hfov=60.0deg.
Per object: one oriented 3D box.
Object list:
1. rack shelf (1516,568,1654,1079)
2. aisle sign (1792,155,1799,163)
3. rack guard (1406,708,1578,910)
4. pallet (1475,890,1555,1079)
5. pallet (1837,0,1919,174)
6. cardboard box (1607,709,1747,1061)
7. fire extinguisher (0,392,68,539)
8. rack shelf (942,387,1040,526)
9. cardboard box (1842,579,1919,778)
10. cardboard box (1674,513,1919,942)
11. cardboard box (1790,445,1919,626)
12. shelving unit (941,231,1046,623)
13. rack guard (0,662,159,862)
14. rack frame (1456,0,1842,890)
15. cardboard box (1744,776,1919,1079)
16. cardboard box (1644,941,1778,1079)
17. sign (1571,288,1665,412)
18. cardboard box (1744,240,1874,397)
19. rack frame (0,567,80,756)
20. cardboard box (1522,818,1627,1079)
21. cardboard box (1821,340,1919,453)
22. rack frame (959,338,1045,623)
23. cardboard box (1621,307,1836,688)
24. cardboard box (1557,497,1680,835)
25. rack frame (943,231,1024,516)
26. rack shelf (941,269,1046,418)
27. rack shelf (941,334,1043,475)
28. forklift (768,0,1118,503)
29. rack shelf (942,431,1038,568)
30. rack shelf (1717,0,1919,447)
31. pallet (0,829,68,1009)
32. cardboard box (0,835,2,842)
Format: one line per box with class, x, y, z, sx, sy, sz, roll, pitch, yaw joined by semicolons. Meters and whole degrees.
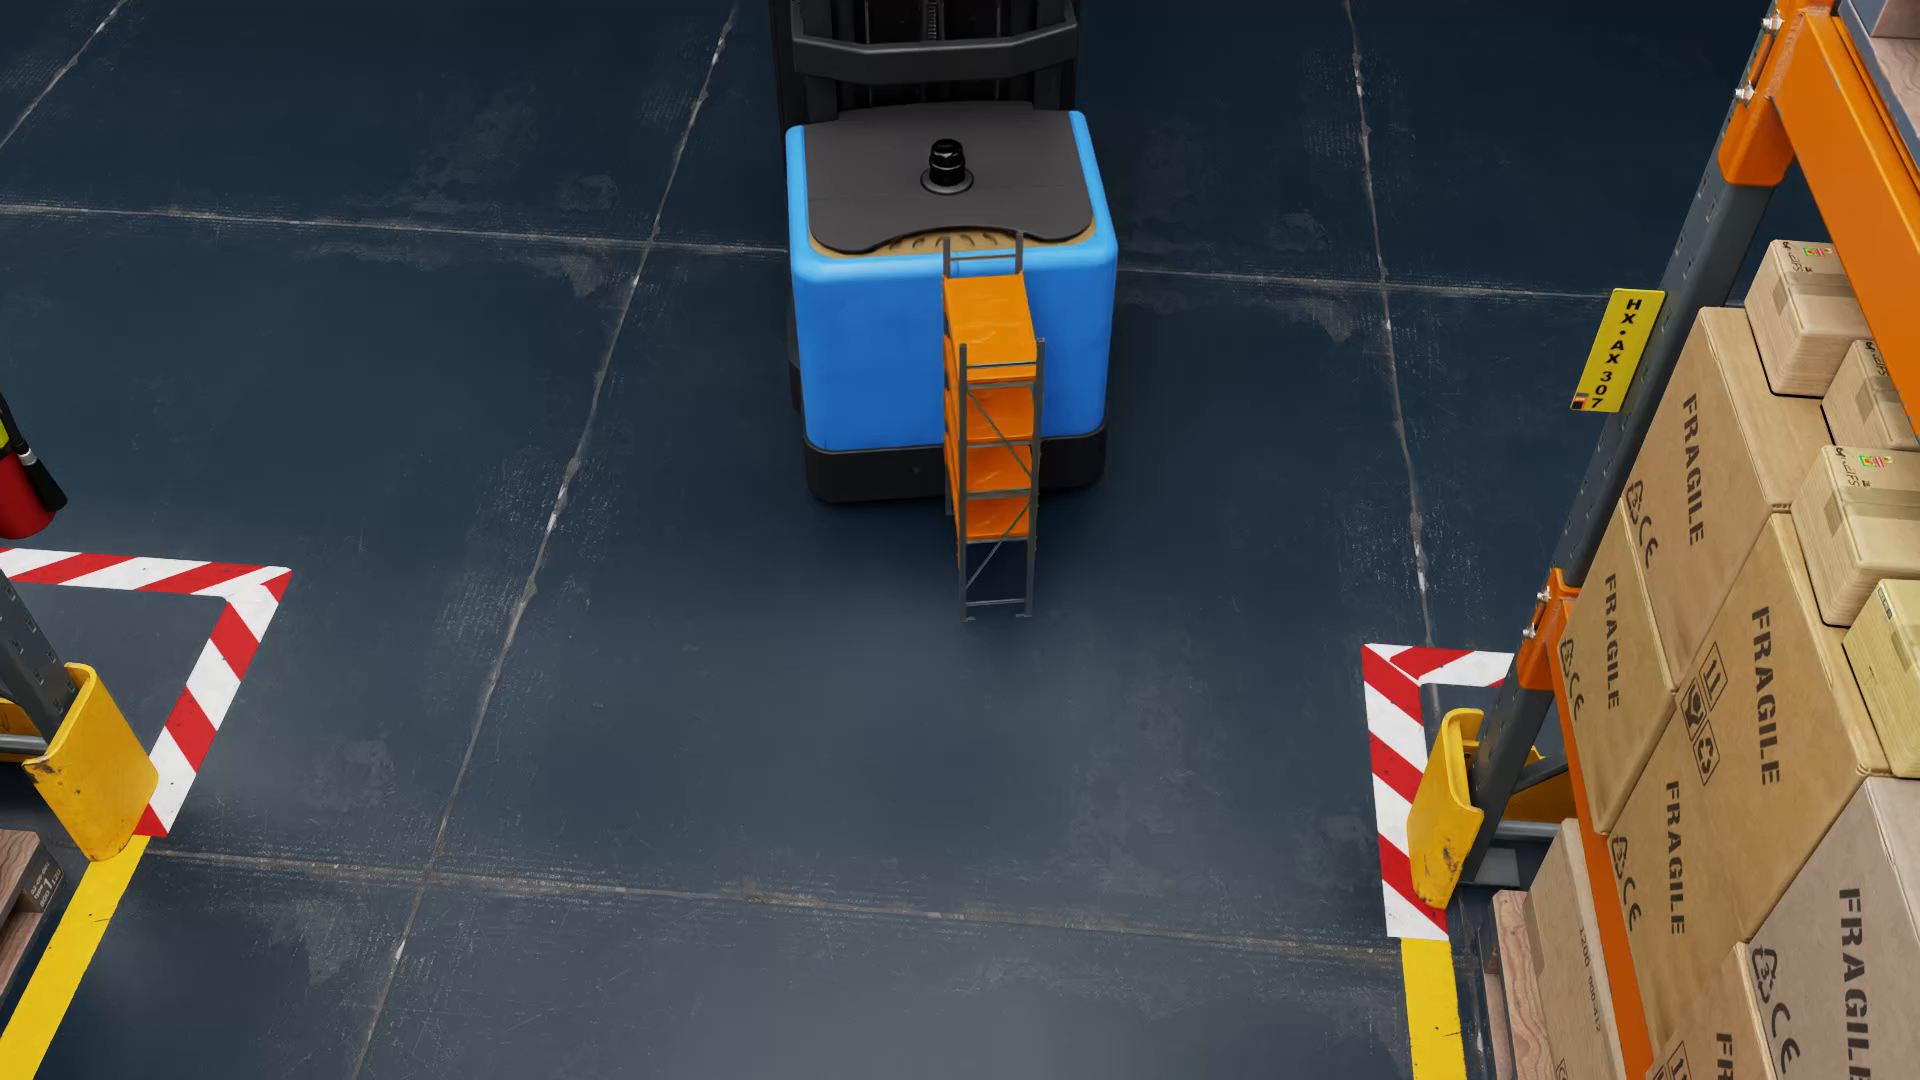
rack shelf;1.724;1.686;2.662;1.077;0.370;4.000;4;48;4
aisle sign;1.624;-0.976;2.848;0.394;0.787;0.004;4;48;4
rack guard;1.908;0.800;4.680;1.175;0.500;0.348;4;48;4
pallet;1.911;1.508;4.228;1.003;0.211;1.213;4;48;4
pallet;1.849;-0.463;2.168;1.003;0.211;1.213;4;48;4
cardboard box;1.558;0.647;3.058;0.500;0.500;0.500;3;48;3
fire extinguisher;-2.550;-0.287;4.285;0.296;0.674;0.183;4;48;4
rack shelf;0.093;-0.279;5.283;0.258;0.148;0.480;-4;48;-4
cardboard box;1.501;0.201;2.348;0.380;0.149;0.250;2;48;2
cardboard box;1.538;0.316;2.683;0.500;0.500;0.500;3;48;2
cardboard box;1.507;0.007;2.526;0.380;0.149;0.250;5;48;5
shelving unit;0.093;-0.324;5.234;0.258;1.200;0.503;-4;48;-4
rack guard;-3.040;0.615;4.849;1.175;0.500;0.348;4;48;4
rack frame;1.906;-0.026;3.741;1.000;3.000;0.127;4;48;4
cardboard box;1.499;0.695;2.336;0.500;0.500;0.500;4;48;3
cardboard box;1.494;1.020;2.717;0.500;0.500;0.500;4;48;3
sign;1.354;-0.387;3.431;0.100;0.325;0.005;4;48;4
cardboard box;1.598;-0.374;2.874;0.380;0.149;0.250;5;48;4
rack frame;-3.033;-0.285;3.978;1.000;3.000;0.127;4;48;4
cardboard box;1.945;1.188;4.082;0.875;0.438;0.875;2;48;2
cardboard box;1.645;-0.177;2.694;0.380;0.149;0.250;5;48;4
rack frame;0.117;-0.145;5.070;0.240;1.200;0.015;-4;48;-4
cardboard box;1.579;-0.064;3.030;0.500;0.500;0.500;3;48;3
cardboard box;1.576;0.273;3.399;0.500;0.500;0.500;4;48;3
rack frame;0.069;-0.504;5.397;0.240;1.200;0.015;-4;48;-4
rack shelf;0.093;-0.590;4.944;0.258;0.148;0.480;-4;48;-4
rack shelf;0.093;-0.430;5.118;0.258;0.148;0.480;-4;48;-4
forklift;-0.146;-2.212;5.786;1.130;2.935;3.031;-4;48;-4
rack shelf;0.093;-0.145;5.430;0.258;0.148;0.480;-4;48;-4
rack shelf;1.724;0.674;1.556;1.077;0.370;4.000;4;48;4
pallet;-3.149;1.307;4.412;1.003;0.211;1.213;4;48;4
cardboard box;-2.797;0.842;4.393;0.380;0.149;0.250;3;48;2
